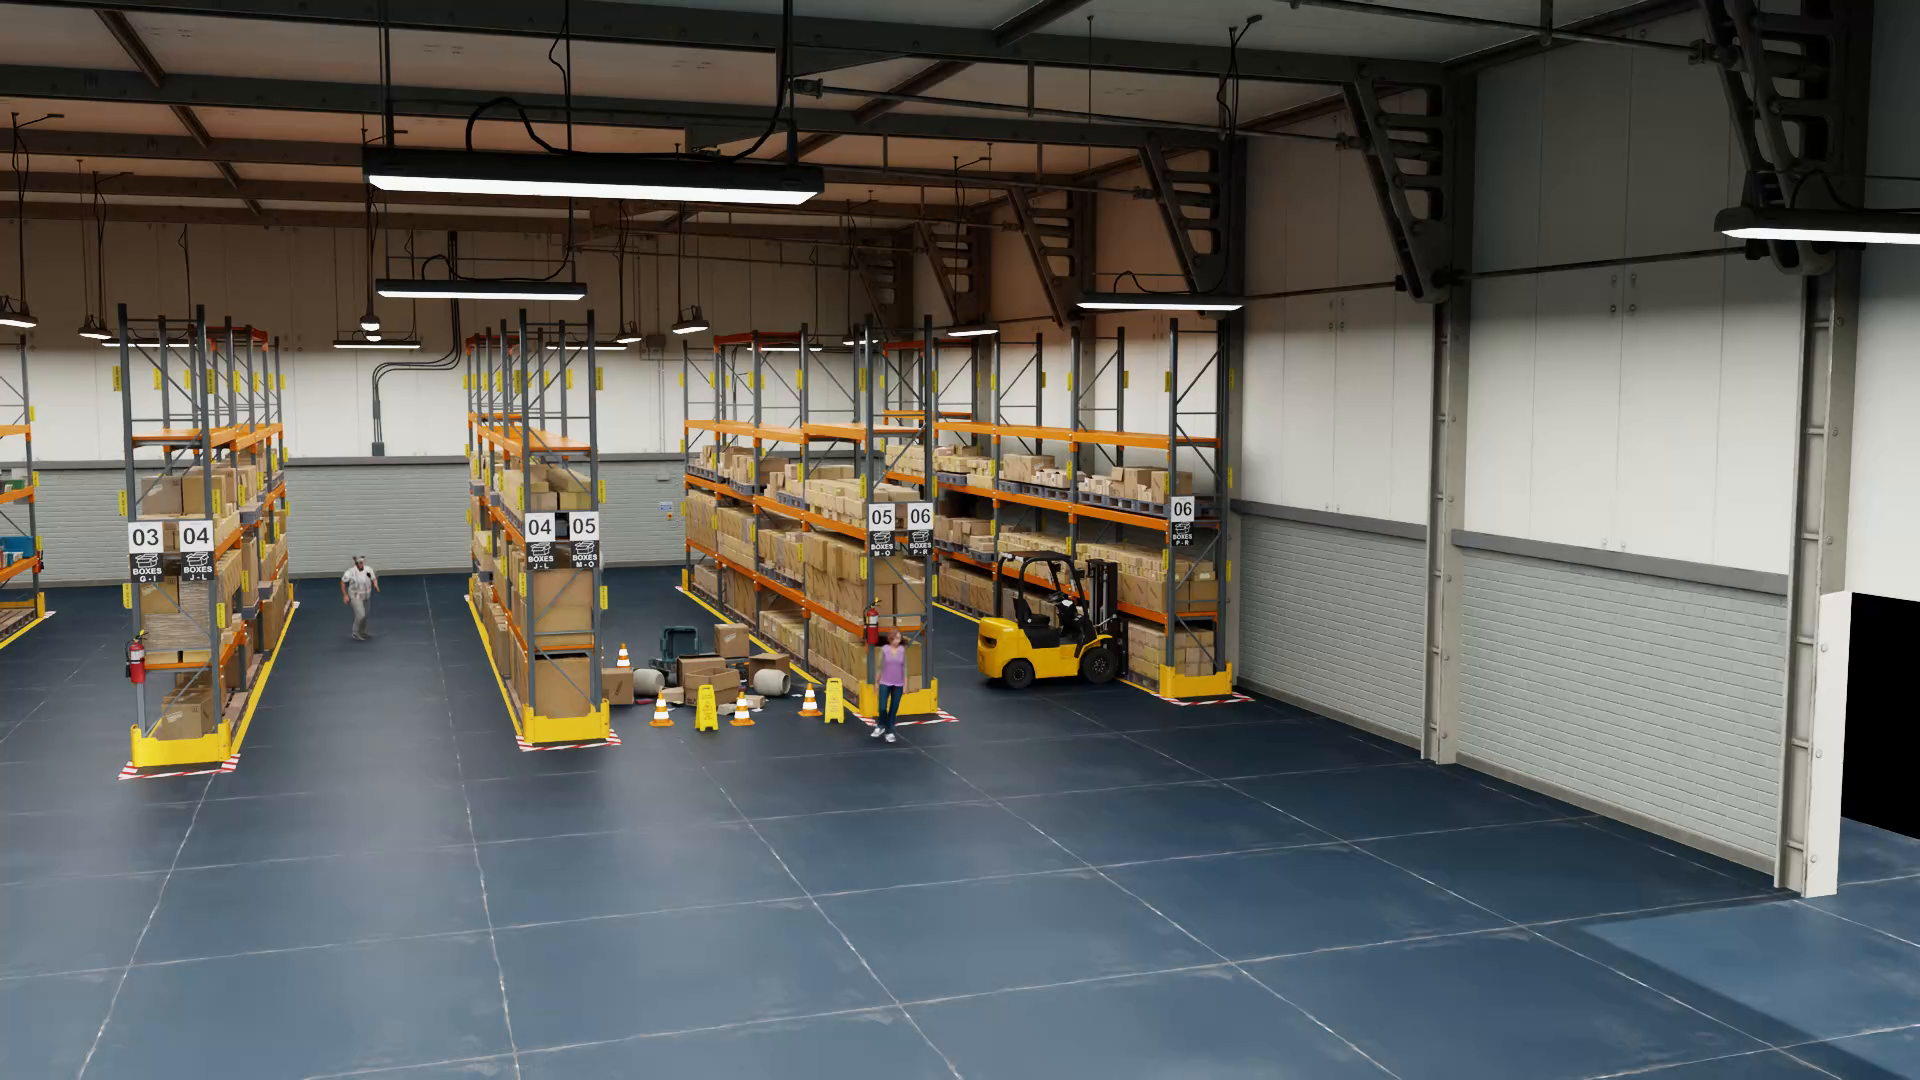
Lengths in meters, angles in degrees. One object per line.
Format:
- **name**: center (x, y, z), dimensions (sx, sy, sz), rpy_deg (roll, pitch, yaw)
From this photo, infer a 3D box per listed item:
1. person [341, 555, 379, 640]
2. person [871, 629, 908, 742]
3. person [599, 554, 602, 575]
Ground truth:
- **person**: center (-11.629, 1.135, 32.396), dimensions (0.852, 1.722, 0.670), rpy_deg (3, 6, 29)
- **person**: center (-0.975, 2.014, 23.097), dimensions (0.502, 1.587, 0.408), rpy_deg (-2, 6, -17)
- **person**: center (-8.272, 0.763, 37.043), dimensions (0.602, 1.476, 1.066), rpy_deg (0, 5, -2)
